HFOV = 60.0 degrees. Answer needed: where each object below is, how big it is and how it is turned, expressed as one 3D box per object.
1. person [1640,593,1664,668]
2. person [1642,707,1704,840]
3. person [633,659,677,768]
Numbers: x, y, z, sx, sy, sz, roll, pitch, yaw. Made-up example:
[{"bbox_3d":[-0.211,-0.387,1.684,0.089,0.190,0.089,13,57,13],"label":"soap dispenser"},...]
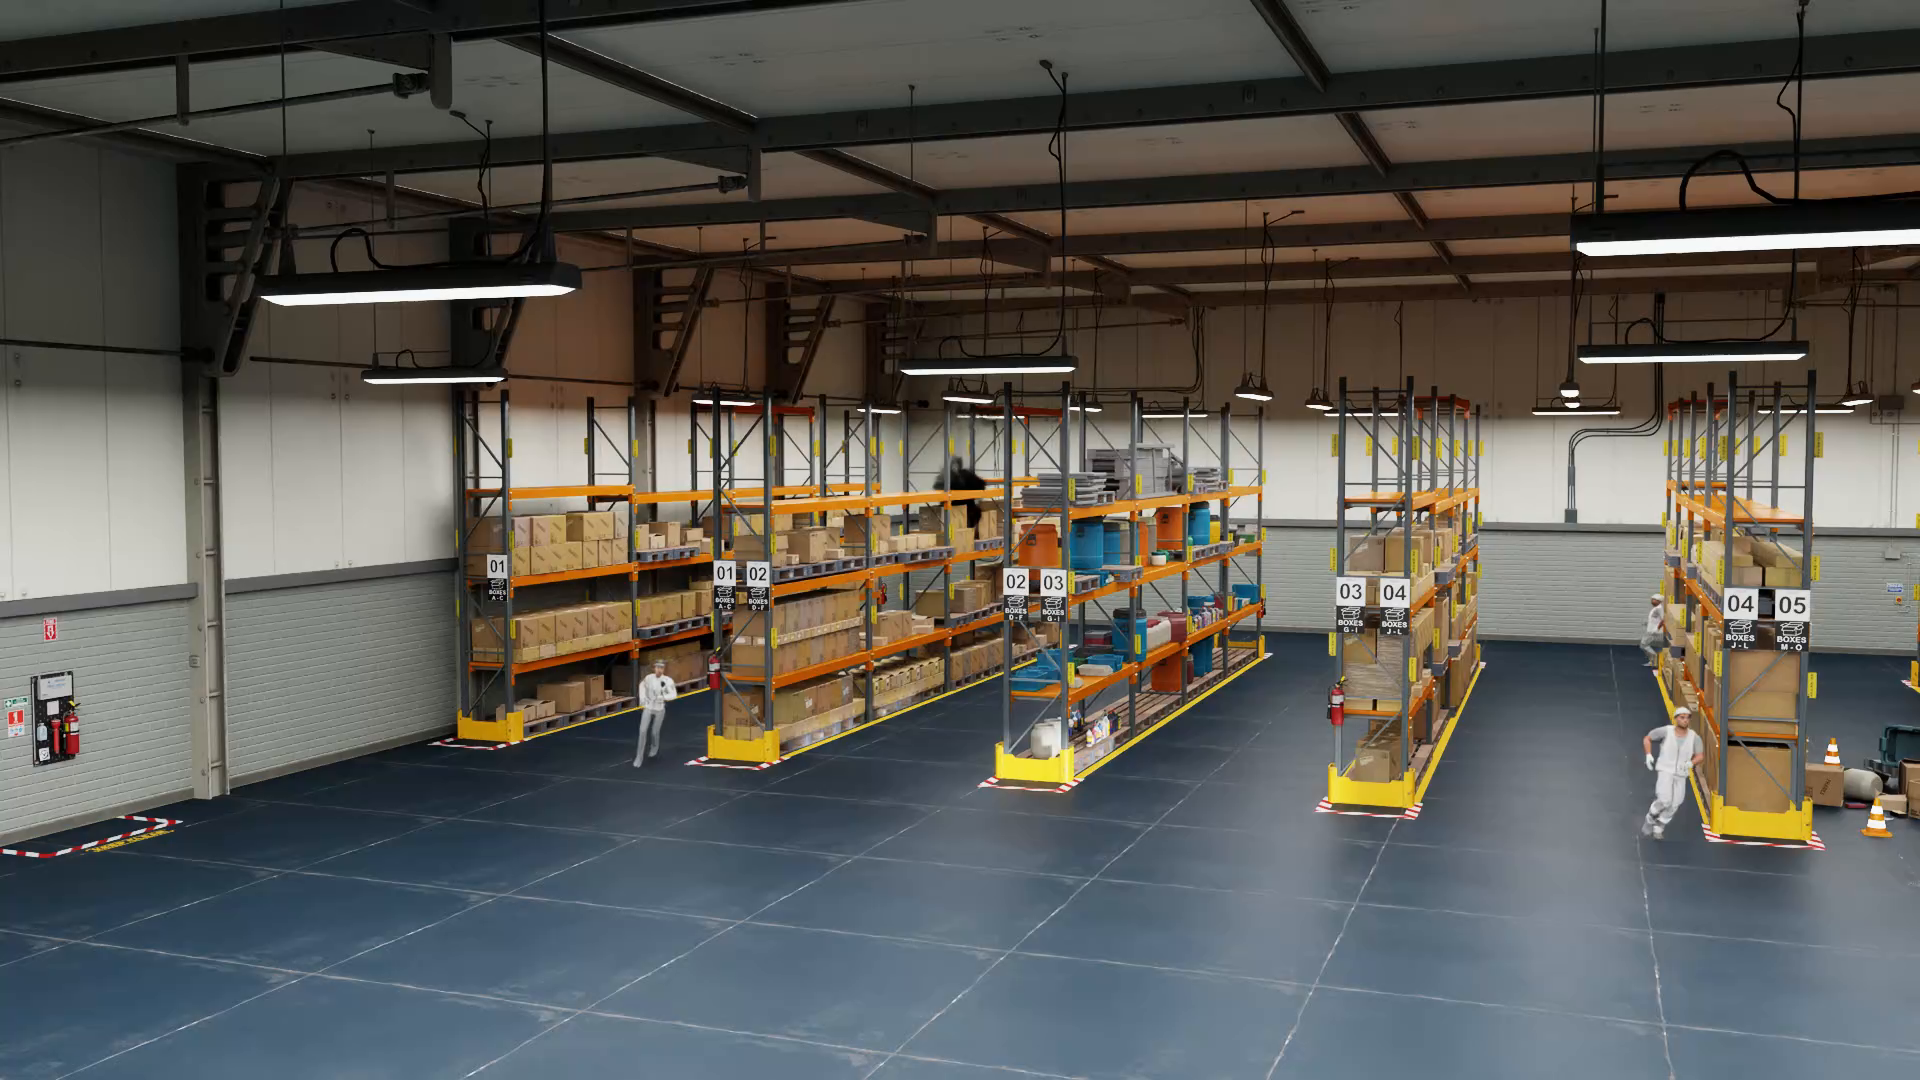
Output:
[{"bbox_3d":[15.799,2.068,37.902,0.553,1.734,0.703,2,4,27],"label":"person"},{"bbox_3d":[9.053,2.974,21.094,0.709,1.735,0.593,0,3,6],"label":"person"},{"bbox_3d":[-4.817,2.717,26.451,0.634,1.683,0.869,0,3,1],"label":"person"}]
